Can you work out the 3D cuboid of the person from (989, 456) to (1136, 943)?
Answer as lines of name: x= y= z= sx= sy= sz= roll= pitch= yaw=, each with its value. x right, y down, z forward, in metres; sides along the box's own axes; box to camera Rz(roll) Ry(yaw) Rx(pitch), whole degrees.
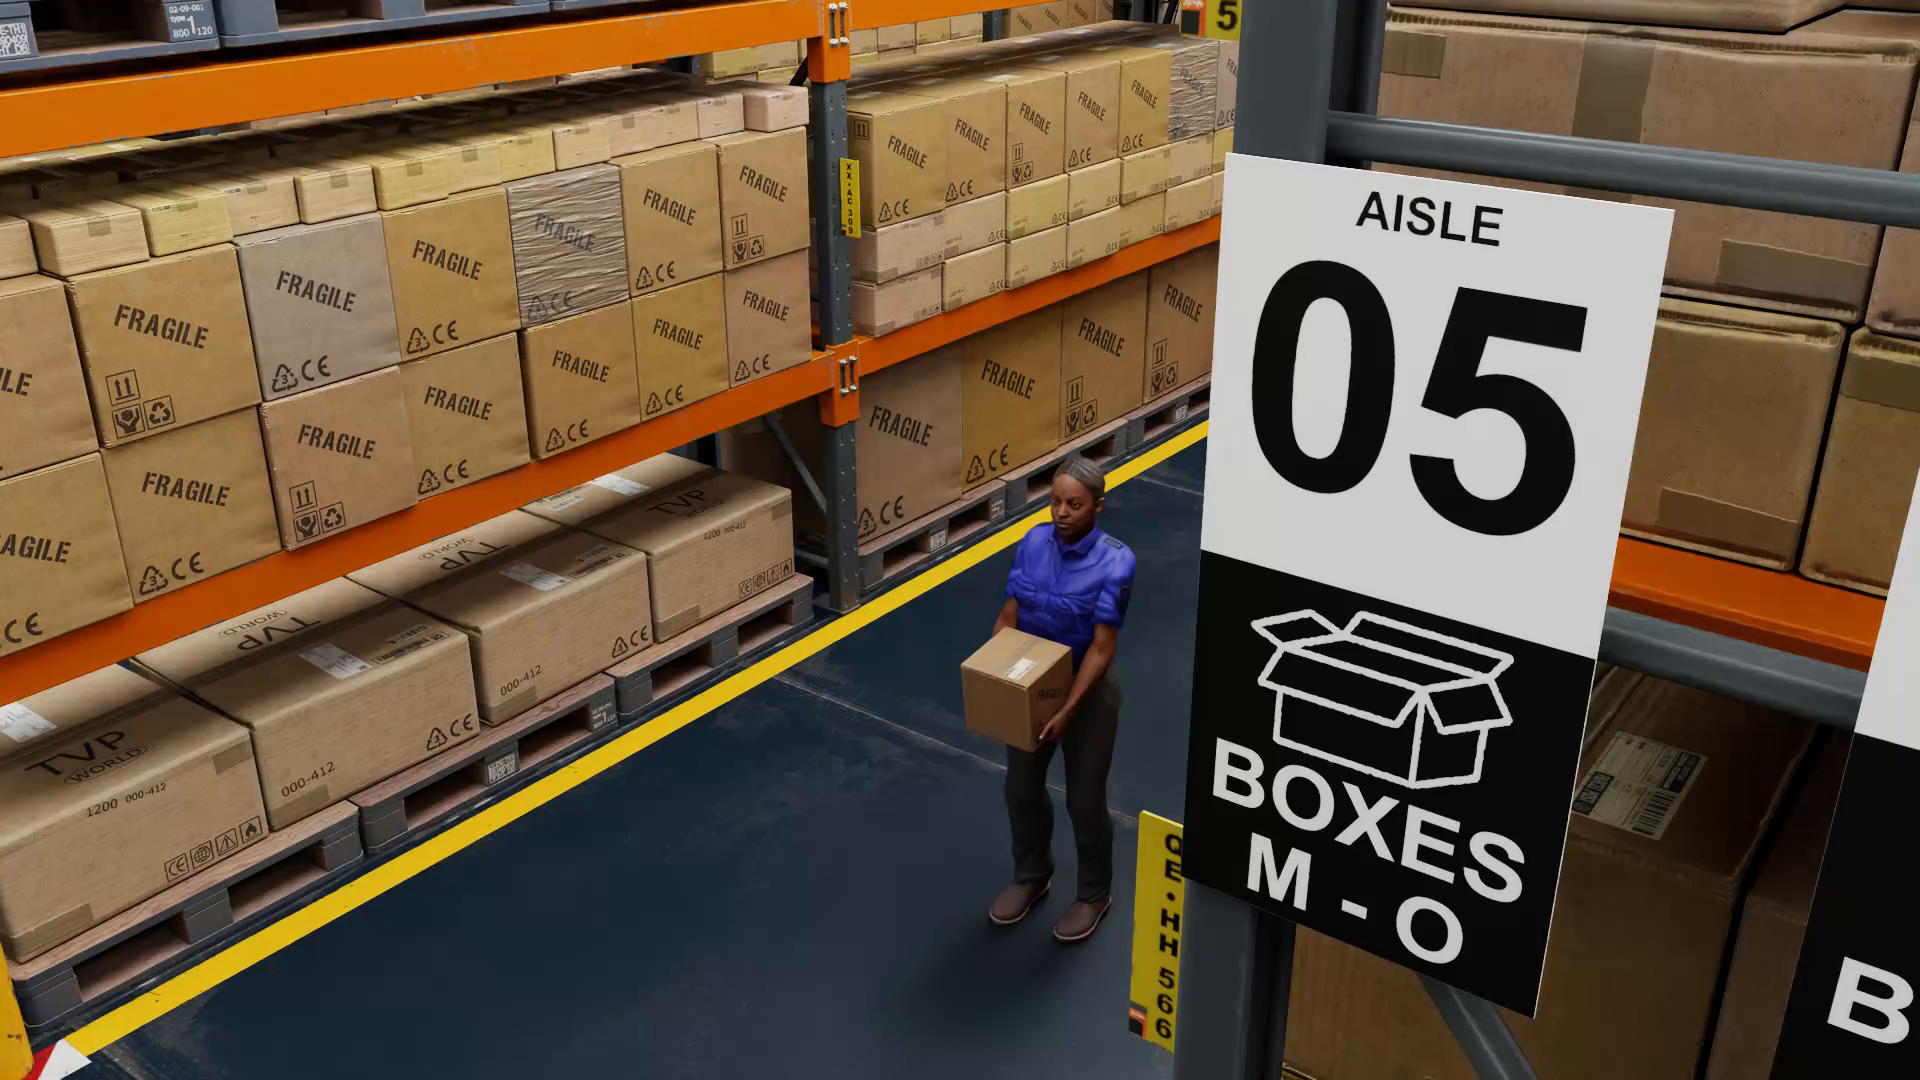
person: x=0.291 y=0.544 z=5.378 sx=0.435 sy=1.657 sz=0.504 roll=16 pitch=29 yaw=33
